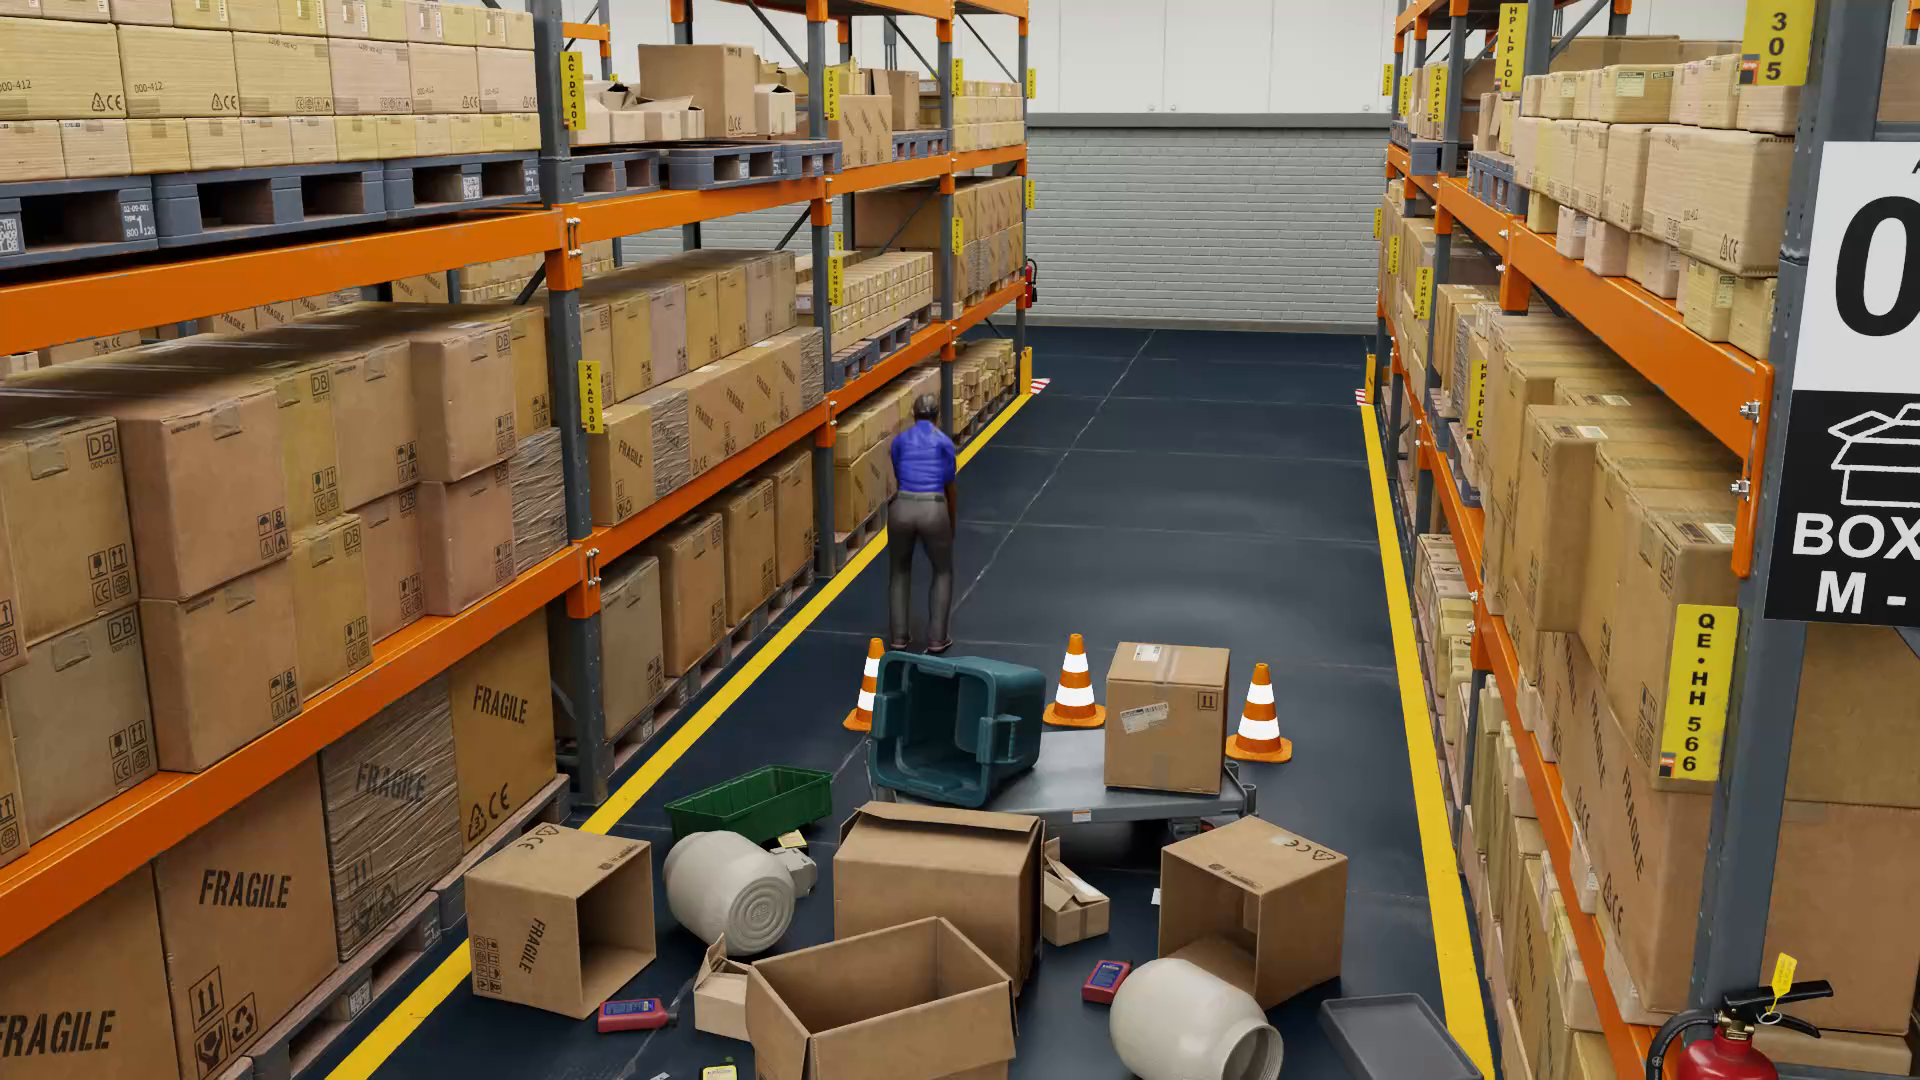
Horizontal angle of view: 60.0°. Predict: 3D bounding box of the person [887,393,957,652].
[{"bbox_3d":[-0.225,-0.108,10.198,0.402,1.531,0.614,3,15,10],"label":"person"}]
